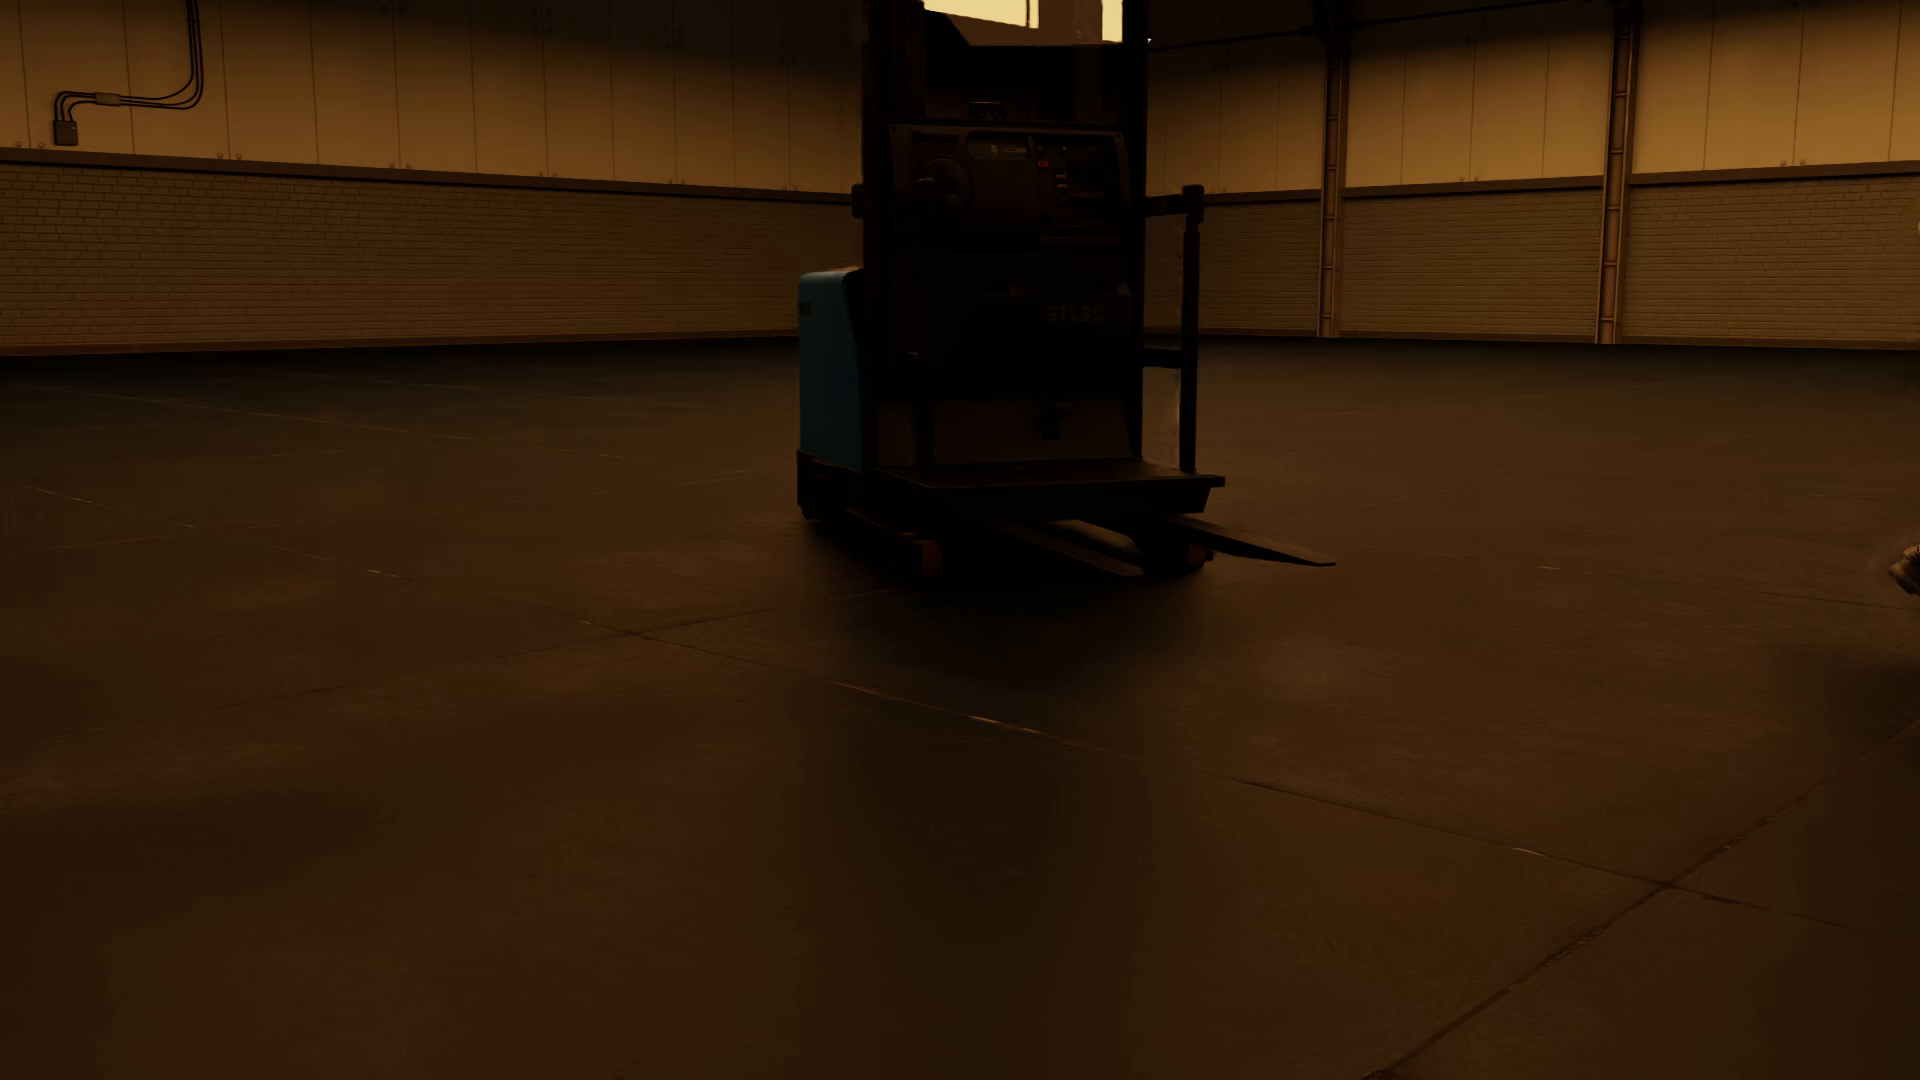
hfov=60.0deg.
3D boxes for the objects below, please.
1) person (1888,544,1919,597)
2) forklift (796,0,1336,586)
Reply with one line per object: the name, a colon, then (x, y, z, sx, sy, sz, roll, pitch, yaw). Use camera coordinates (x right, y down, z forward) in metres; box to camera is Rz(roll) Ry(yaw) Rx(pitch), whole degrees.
person: (2.558, -0.380, 3.927, 0.503, 1.640, 1.127, 4, 9, 24)
forklift: (0.260, -1.358, 5.892, 1.130, 2.935, 3.031, -3, 9, -19)
